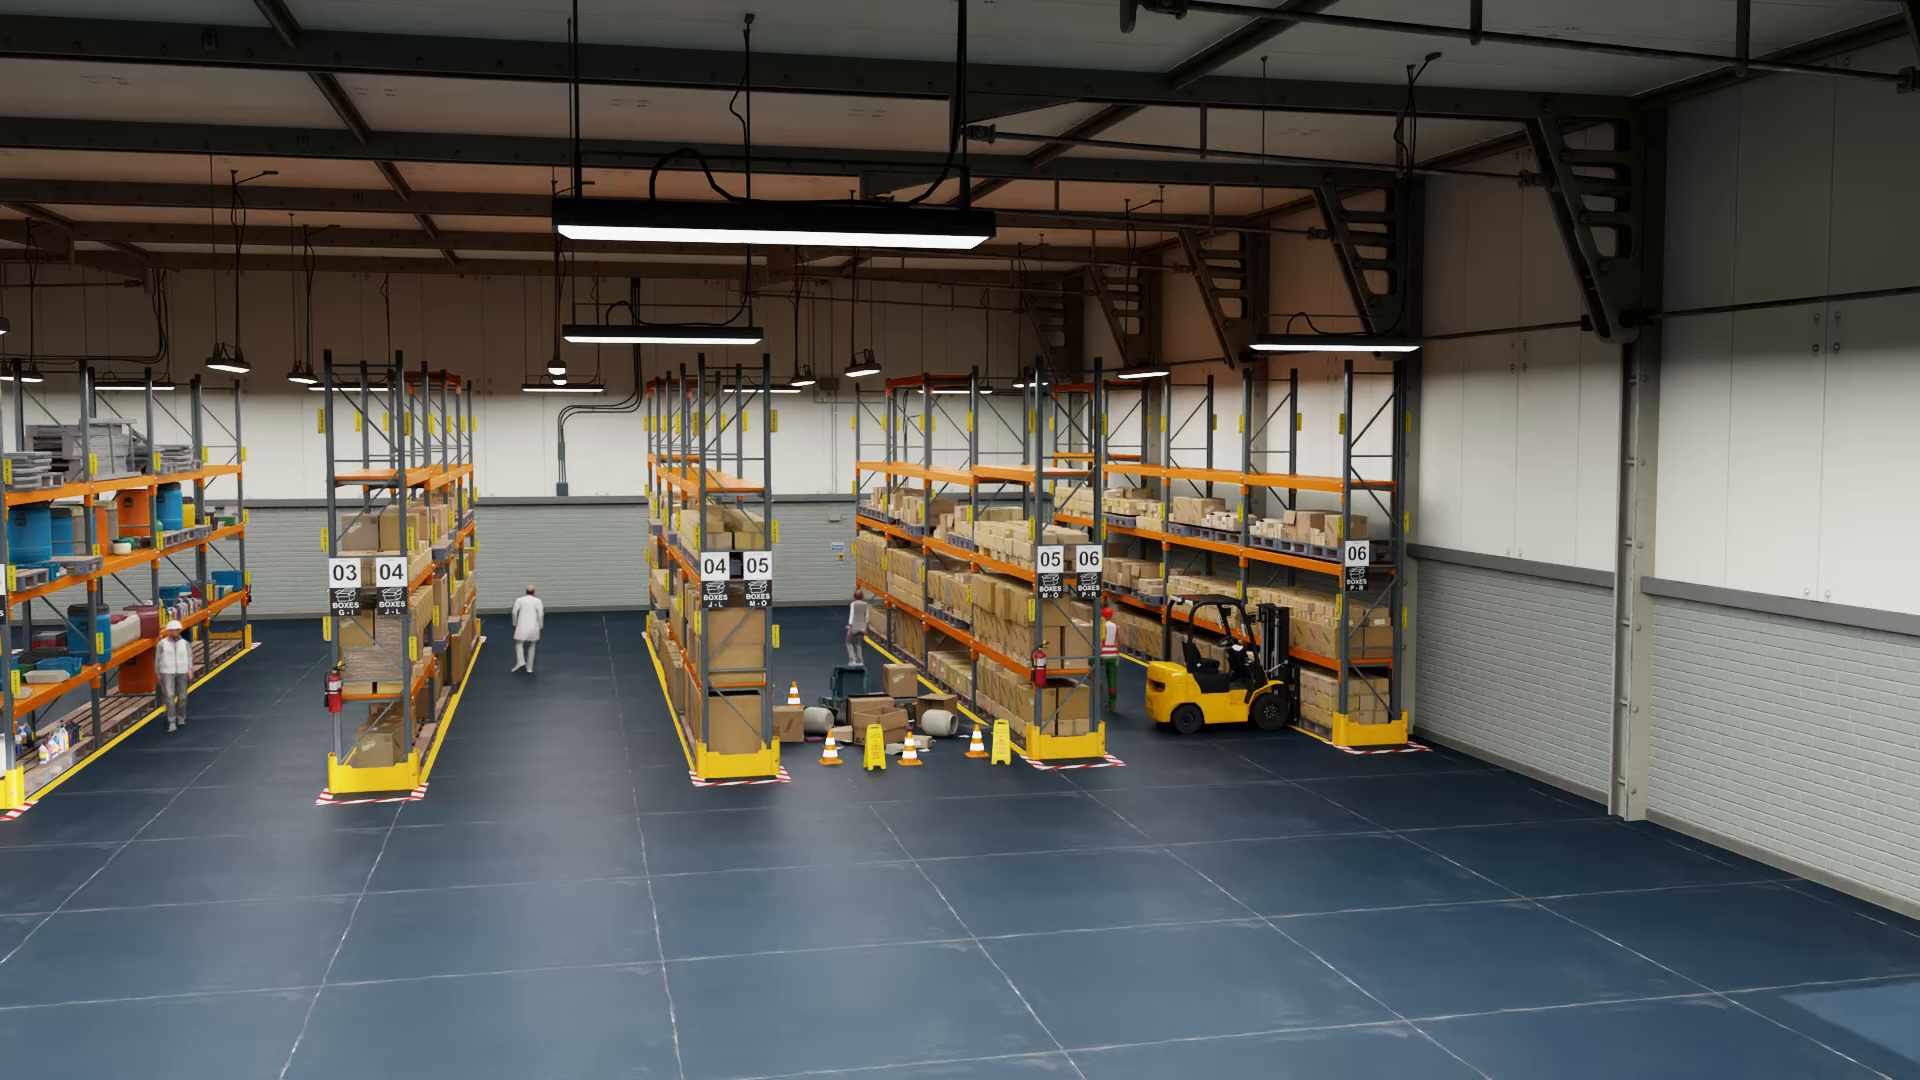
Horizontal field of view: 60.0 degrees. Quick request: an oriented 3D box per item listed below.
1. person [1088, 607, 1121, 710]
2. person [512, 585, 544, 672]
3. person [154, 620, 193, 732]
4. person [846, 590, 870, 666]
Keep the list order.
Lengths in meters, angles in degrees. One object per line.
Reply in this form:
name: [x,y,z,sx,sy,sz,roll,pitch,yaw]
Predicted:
person: [2.568,2.061,29.269,0.559,1.759,0.700,-1,4,-19]
person: [-8.701,1.801,33.480,0.631,1.752,0.703,-1,4,-12]
person: [-12.932,2.233,27.457,0.571,1.772,0.768,-3,5,-37]
person: [-1.997,1.744,32.547,0.474,1.551,0.446,-2,4,-21]
